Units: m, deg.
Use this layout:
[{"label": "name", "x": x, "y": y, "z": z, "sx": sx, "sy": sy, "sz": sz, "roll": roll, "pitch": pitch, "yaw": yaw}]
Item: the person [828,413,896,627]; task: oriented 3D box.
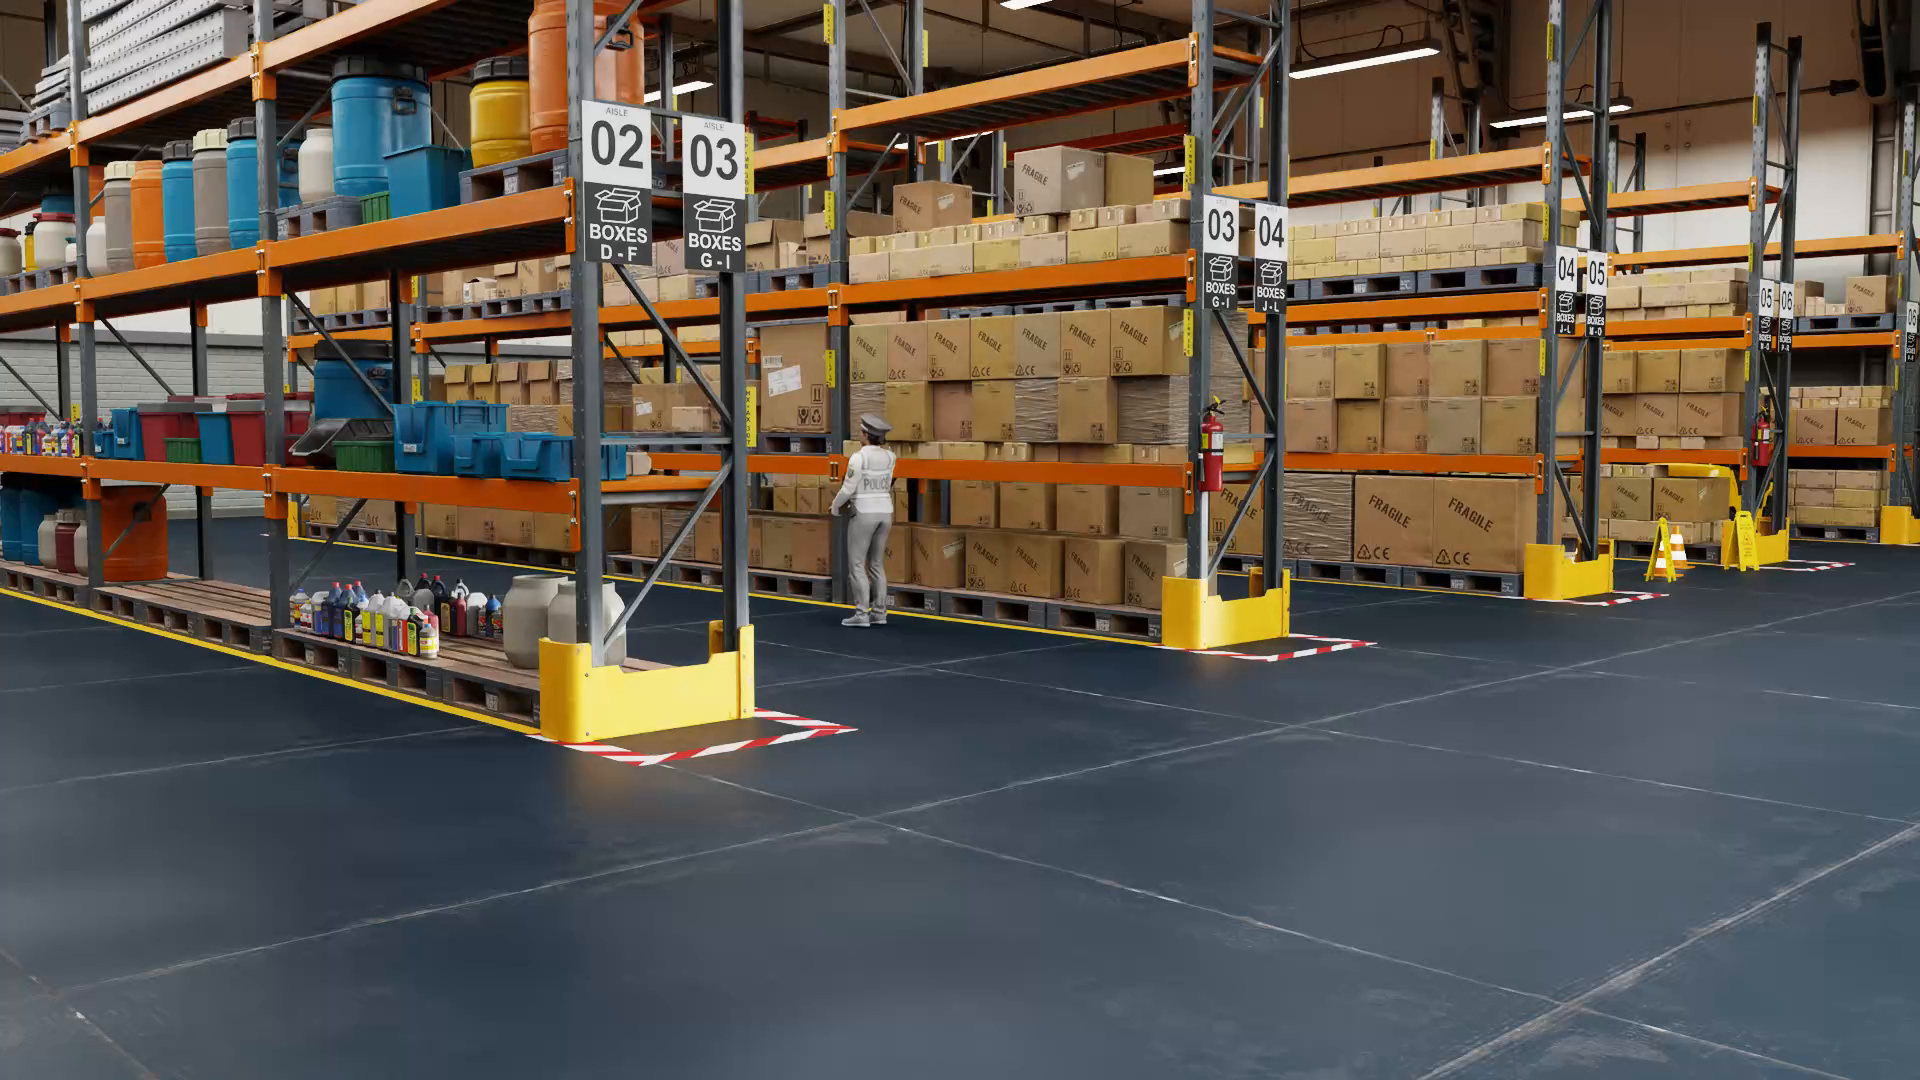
[{"label": "person", "x": -0.761, "y": -0.163, "z": 13.157, "sx": 0.461, "sy": 1.687, "sz": 0.563, "roll": -4, "pitch": 6, "yaw": -44}]
